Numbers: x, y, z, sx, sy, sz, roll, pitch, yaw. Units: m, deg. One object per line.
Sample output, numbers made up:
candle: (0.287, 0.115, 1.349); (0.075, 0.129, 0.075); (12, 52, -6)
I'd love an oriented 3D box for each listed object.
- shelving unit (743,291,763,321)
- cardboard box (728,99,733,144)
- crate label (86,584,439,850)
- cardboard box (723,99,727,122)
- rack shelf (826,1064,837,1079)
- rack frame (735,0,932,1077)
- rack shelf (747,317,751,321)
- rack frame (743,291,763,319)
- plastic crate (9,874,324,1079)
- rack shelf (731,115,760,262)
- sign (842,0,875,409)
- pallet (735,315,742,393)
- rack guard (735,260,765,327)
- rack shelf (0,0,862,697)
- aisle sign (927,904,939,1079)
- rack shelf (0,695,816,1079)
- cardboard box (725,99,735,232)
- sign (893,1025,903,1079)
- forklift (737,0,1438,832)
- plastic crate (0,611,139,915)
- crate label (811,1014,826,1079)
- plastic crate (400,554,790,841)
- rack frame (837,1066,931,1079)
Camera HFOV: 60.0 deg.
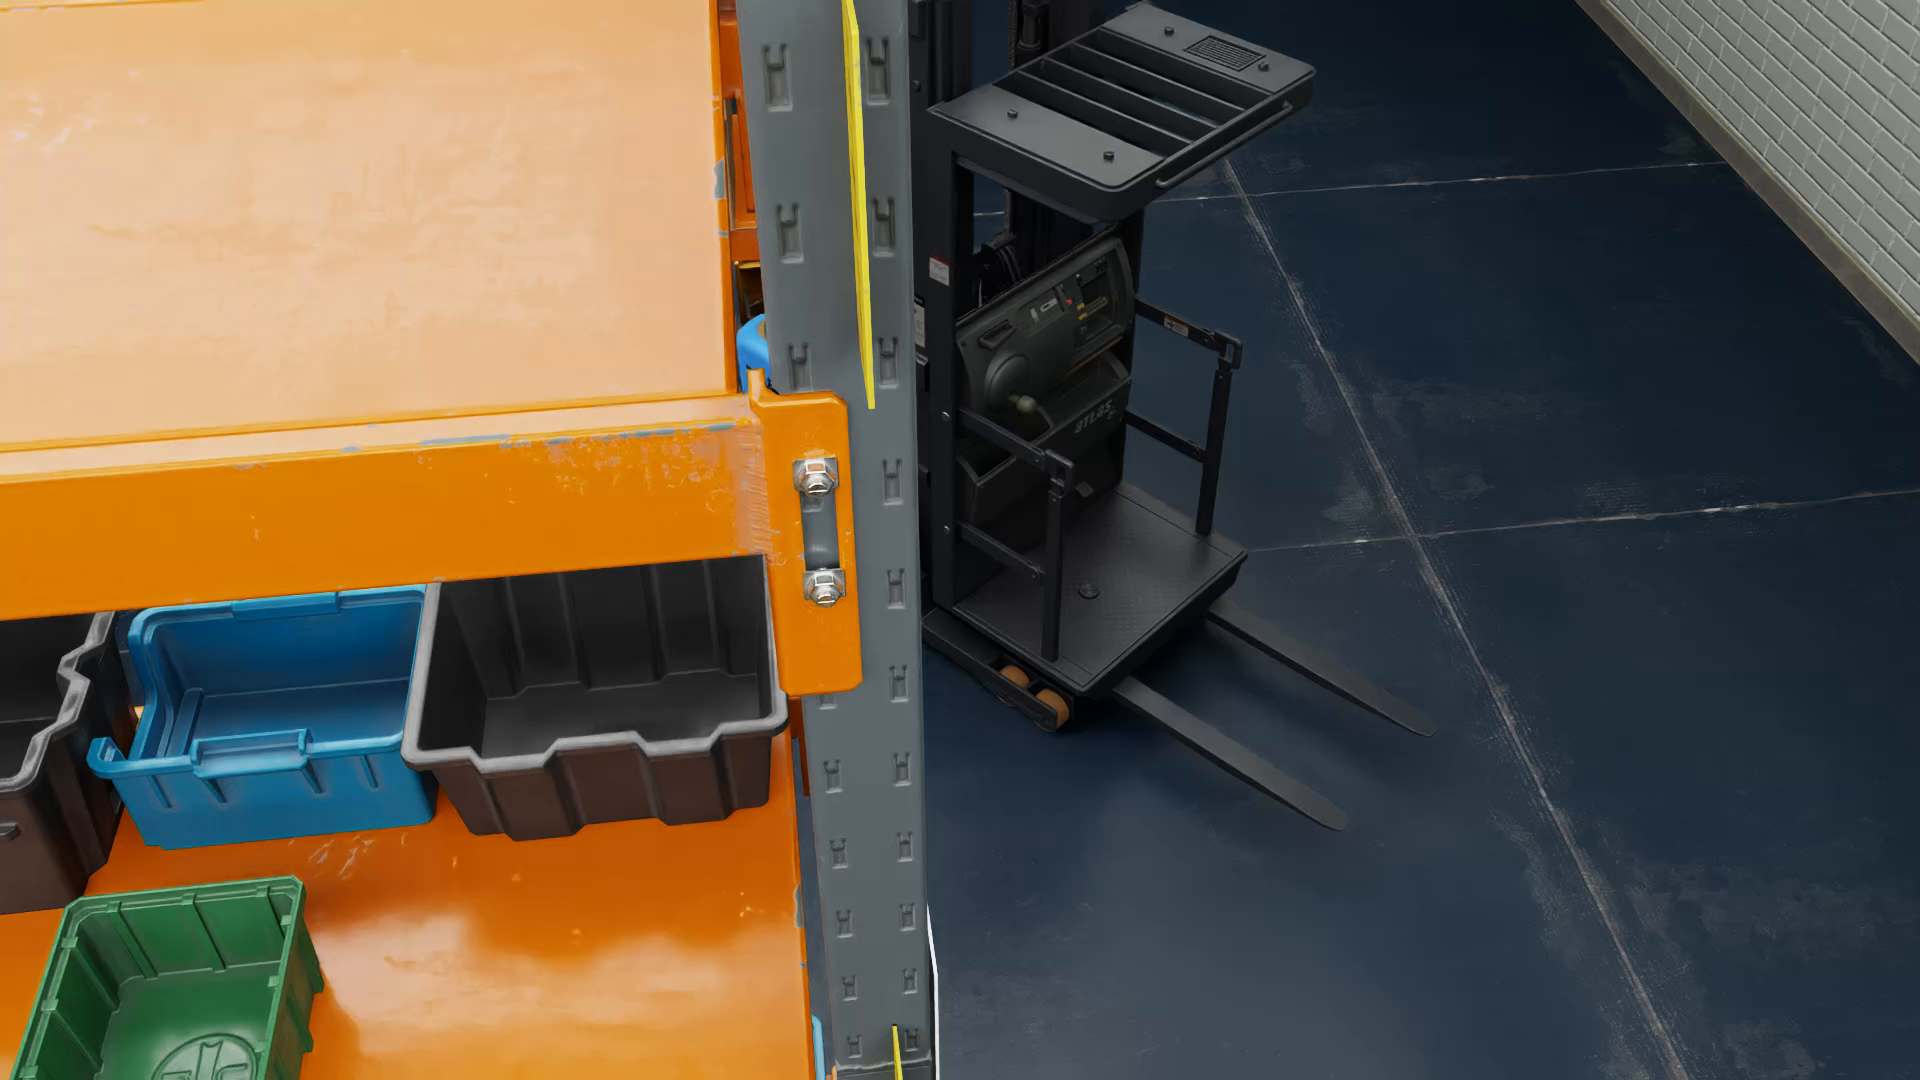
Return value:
shelving unit: (-0.728, -0.638, 7.370); (0.215, 1.050, 0.252); (-28, 46, -22)
cardboard box: (-1.278, -1.978, 7.343); (0.500, 0.500, 0.500); (-4, 42, -5)
crate label: (-1.122, 0.293, 2.772); (0.502, 0.251, 0.408); (-5, 42, -6)
cardboard box: (-1.209, -1.991, 6.612); (0.500, 0.500, 0.500); (-5, 42, -6)
rack shelf: (-2.148, 1.927, 3.626); (4.000, 0.370, 1.077); (-5, 42, -6)
rack frame: (-0.165, -0.742, 1.569); (0.127, 3.000, 1.000); (-5, 42, -6)
rack shelf: (-0.751, -0.842, 7.189); (0.215, 0.259, 0.240); (-28, 46, -22)
rack frame: (-0.797, -0.701, 7.449); (0.200, 1.050, 0.008); (-28, 46, -22)
plastic crate: (-1.106, 0.726, 2.339); (0.336, 0.188, 0.450); (-5, 42, -6)
rack shelf: (-2.787, -1.363, 7.274); (4.000, 0.370, 1.077); (-5, 42, -6)
sign: (-0.078, -0.258, 1.273); (0.005, 0.325, 0.100); (-5, 42, -6)
pallet: (-1.669, -0.692, 8.075); (1.213, 0.211, 1.003); (-5, 42, -6)
rack guard: (-0.879, -0.869, 8.055); (0.348, 0.500, 1.175); (-5, 42, -6)
rack shelf: (-2.148, -0.152, 1.751); (4.000, 0.370, 1.077); (-5, 42, -6)
aisle sign: (-0.056, 0.709, 2.499); (0.004, 0.787, 0.394); (-5, 42, -6)
rack shelf: (-2.148, 0.813, 2.622); (4.000, 0.370, 1.077); (-5, 42, -6)
cardboard box: (-1.212, -1.621, 6.949); (0.500, 0.500, 0.500); (-4, 42, -4)
sign: (-0.078, 0.775, 2.205); (0.005, 0.325, 0.100); (-5, 42, -6)
forklift: (0.486, -0.728, 6.084); (3.031, 2.935, 1.130); (32, 51, 30)
plastic crate: (-1.716, 0.345, 2.649); (0.767, 0.338, 0.504); (-5, 42, -6)
crate label: (-0.453, 1.329, 3.833); (0.303, 0.233, 0.416); (-5, 42, -6)
plastic crate: (-0.583, 0.269, 2.785); (0.590, 0.269, 0.497); (-5, 42, -6)
rack frame: (-0.165, 1.486, 3.578); (0.127, 3.000, 1.000); (-5, 42, -6)
